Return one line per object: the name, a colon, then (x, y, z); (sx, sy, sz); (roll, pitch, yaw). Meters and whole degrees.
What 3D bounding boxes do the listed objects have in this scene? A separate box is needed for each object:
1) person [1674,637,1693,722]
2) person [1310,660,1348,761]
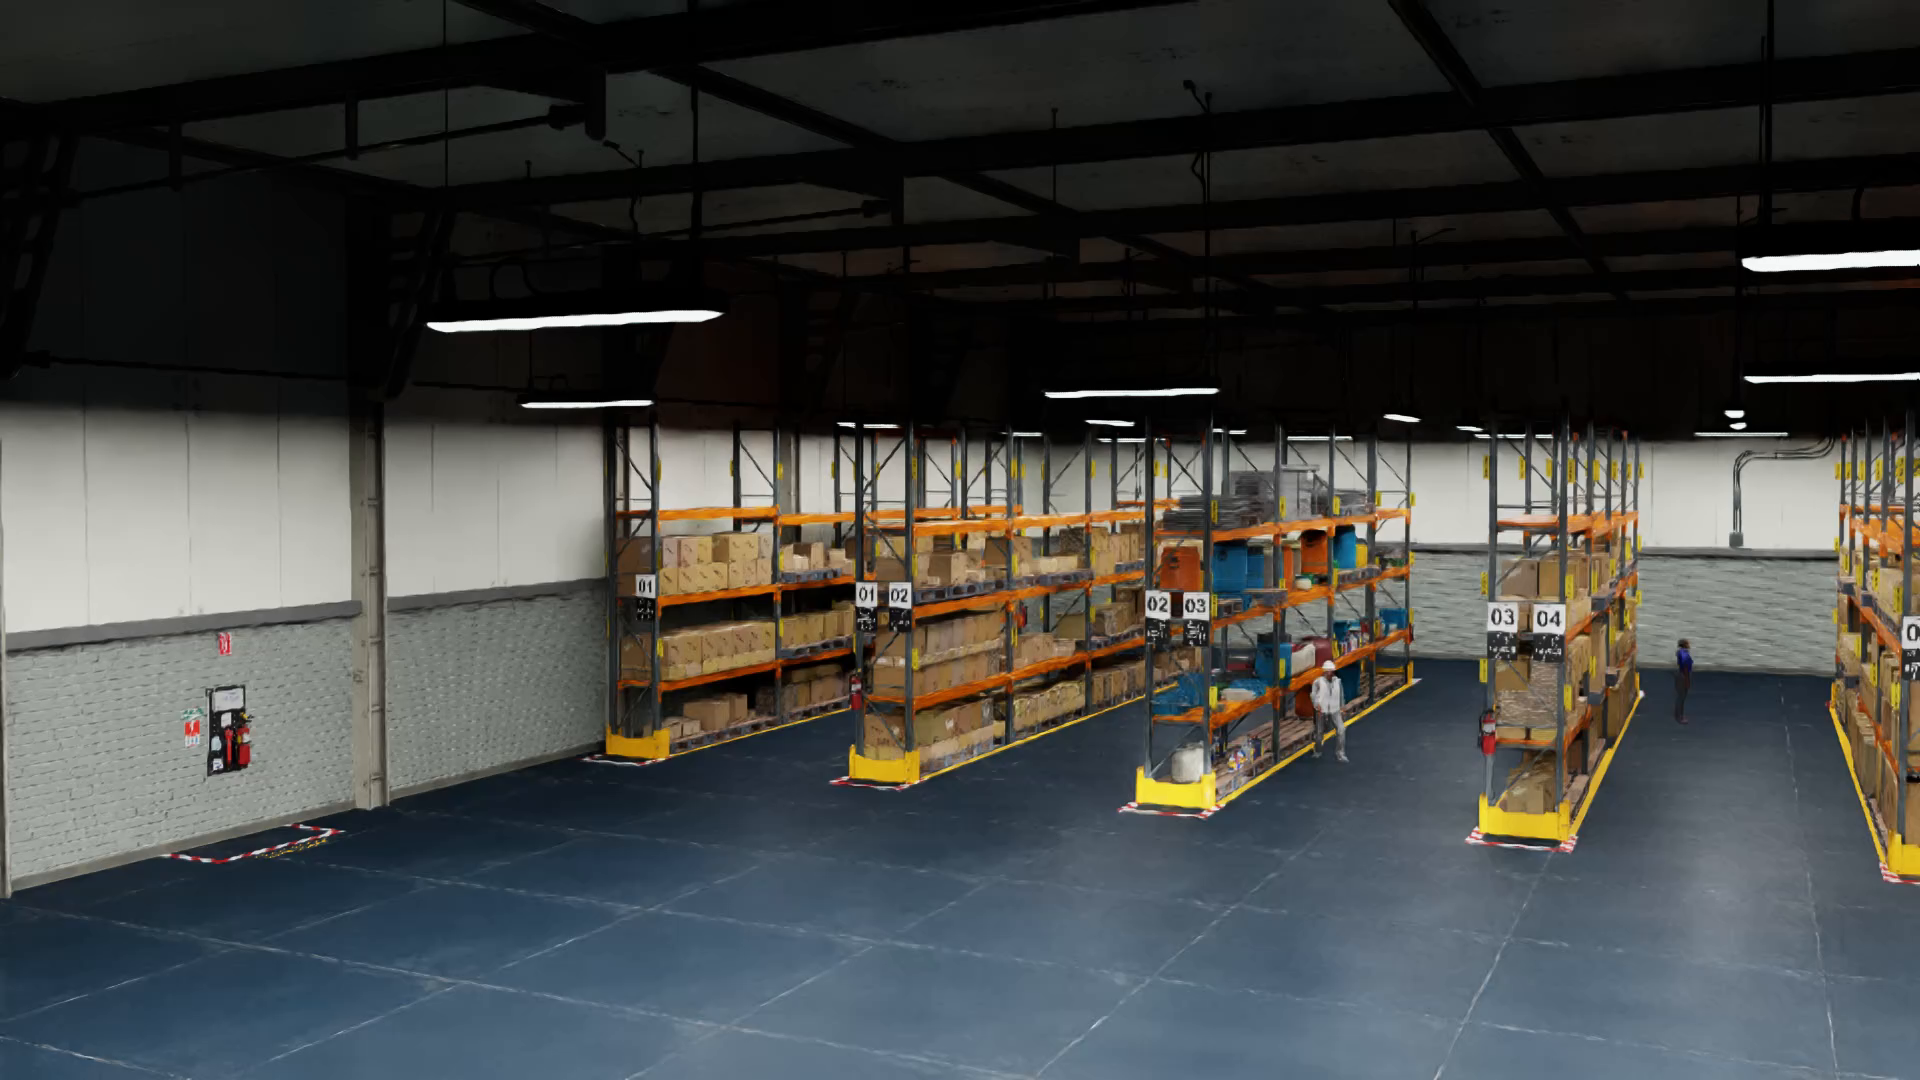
person: (14.400, 2.765, 33.105); (0.373, 1.659, 0.587); (0, 2, 12)
person: (6.344, 2.922, 28.694); (0.647, 1.726, 0.732); (0, 2, 2)
